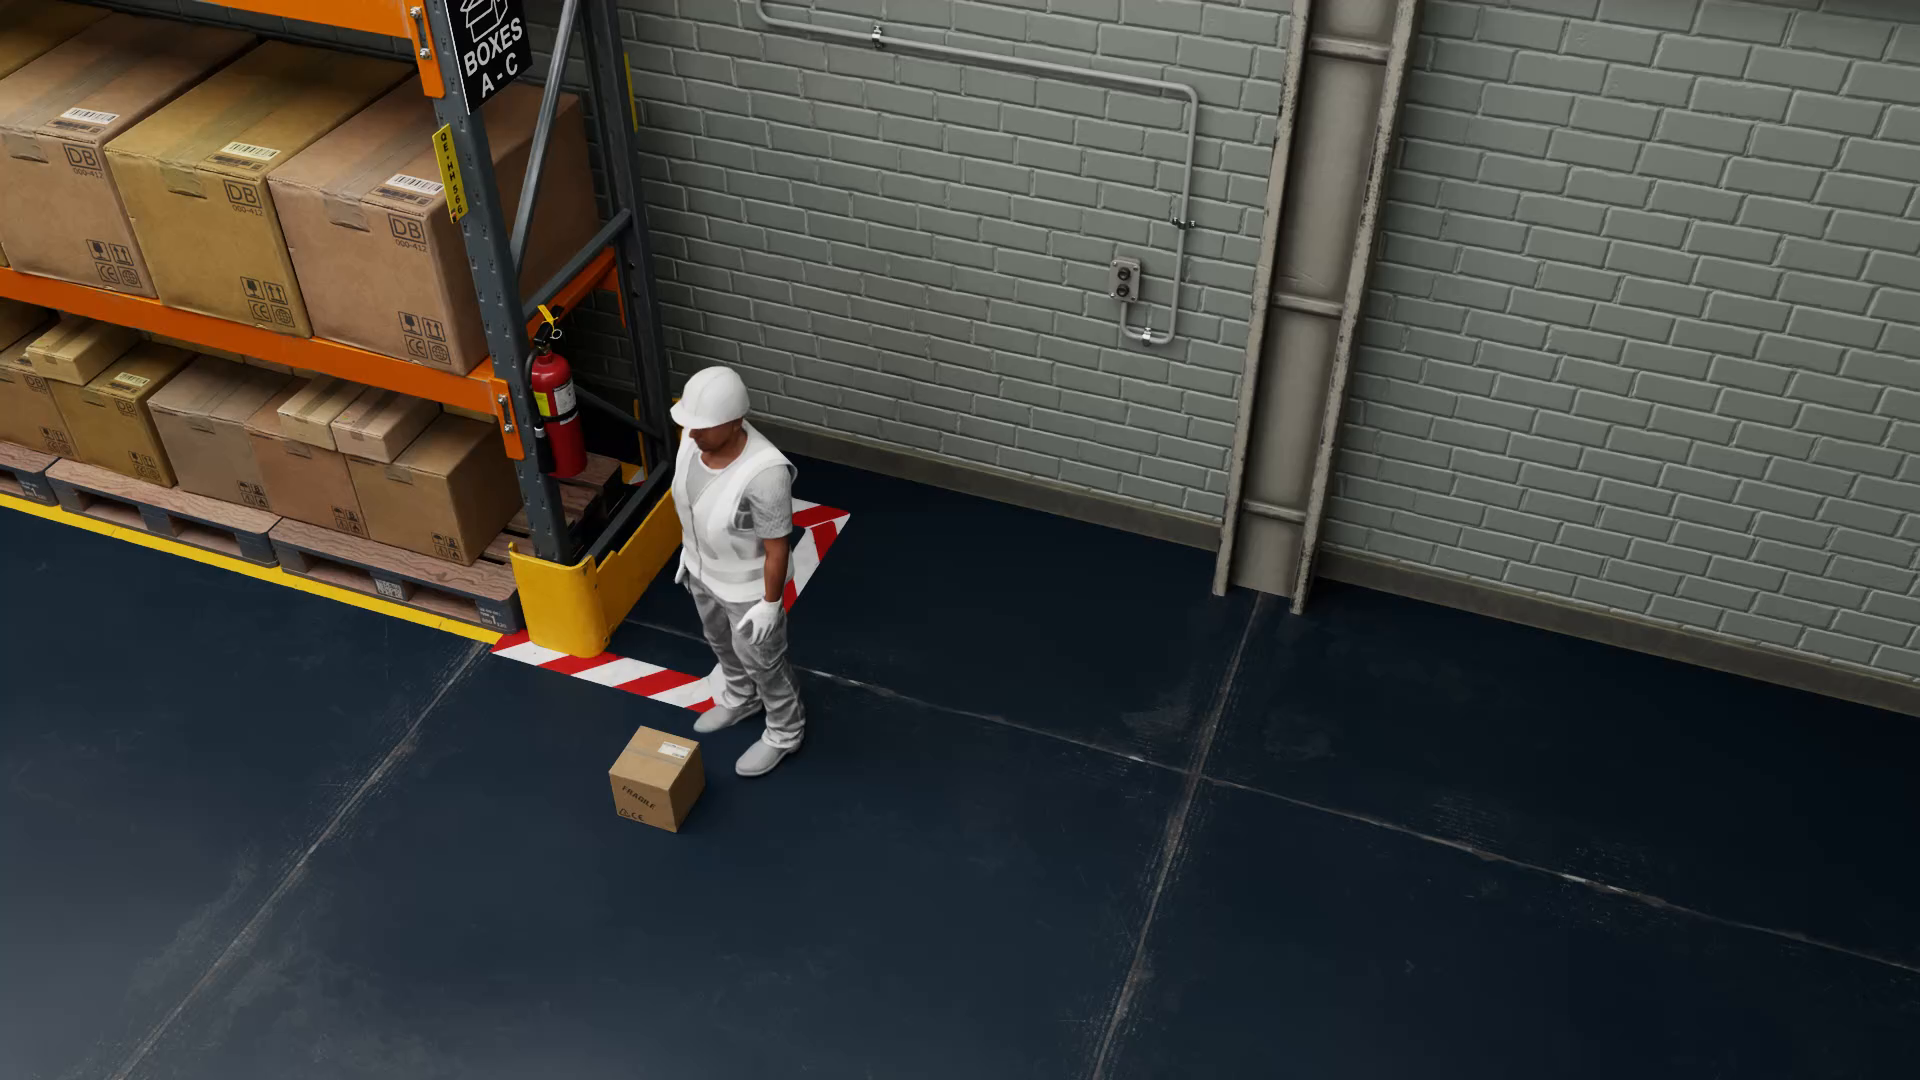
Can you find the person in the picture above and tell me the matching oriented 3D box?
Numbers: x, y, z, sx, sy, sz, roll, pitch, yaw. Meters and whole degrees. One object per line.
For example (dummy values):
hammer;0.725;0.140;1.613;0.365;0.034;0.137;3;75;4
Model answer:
person;-0.800;0.129;6.012;0.356;1.812;0.550;-31;50;-30
